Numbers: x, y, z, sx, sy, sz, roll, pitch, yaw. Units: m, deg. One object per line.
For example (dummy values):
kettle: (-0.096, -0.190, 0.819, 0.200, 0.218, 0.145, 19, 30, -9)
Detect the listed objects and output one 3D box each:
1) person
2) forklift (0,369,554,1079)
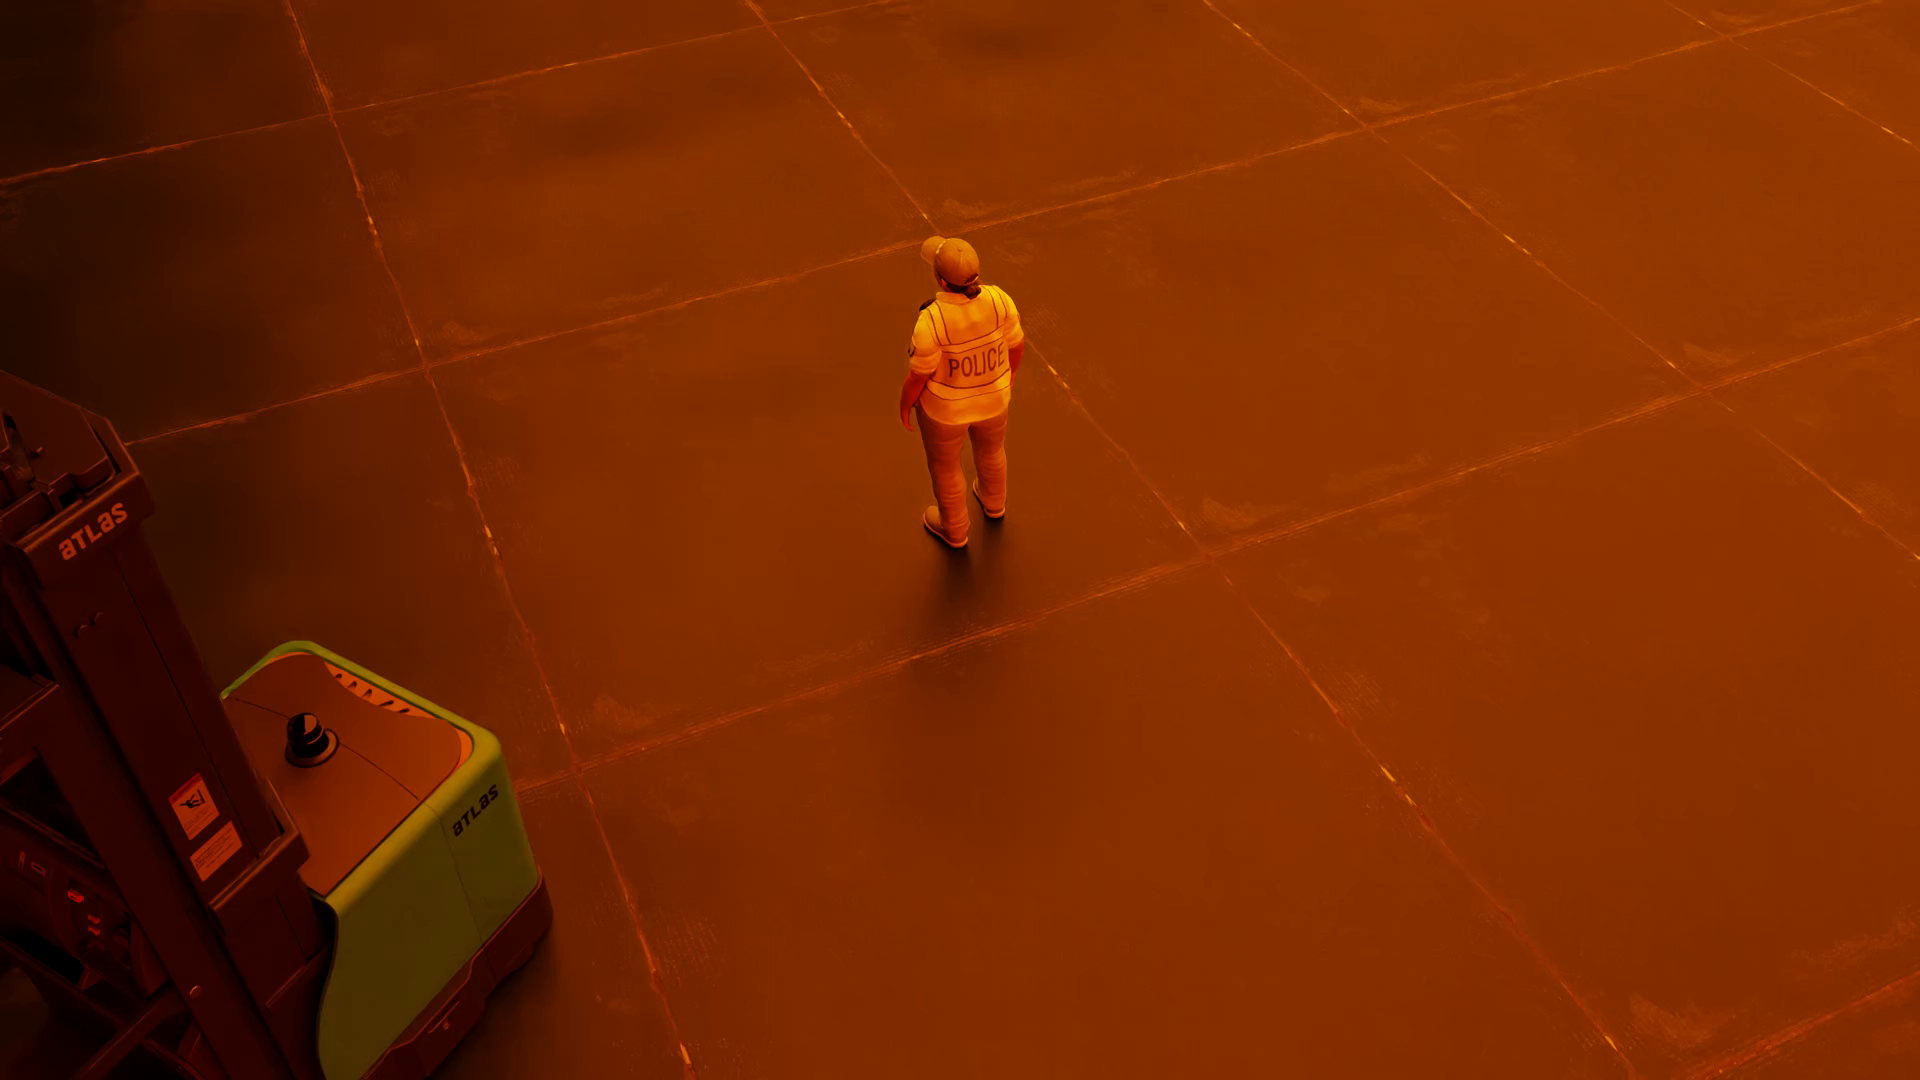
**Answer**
person: (-0.011, -0.668, 7.313, 0.598, 1.670, 0.529, -18, 46, -18)
forklift: (-2.694, 1.079, 4.524, 1.130, 2.935, 3.031, 22, 47, 22)
